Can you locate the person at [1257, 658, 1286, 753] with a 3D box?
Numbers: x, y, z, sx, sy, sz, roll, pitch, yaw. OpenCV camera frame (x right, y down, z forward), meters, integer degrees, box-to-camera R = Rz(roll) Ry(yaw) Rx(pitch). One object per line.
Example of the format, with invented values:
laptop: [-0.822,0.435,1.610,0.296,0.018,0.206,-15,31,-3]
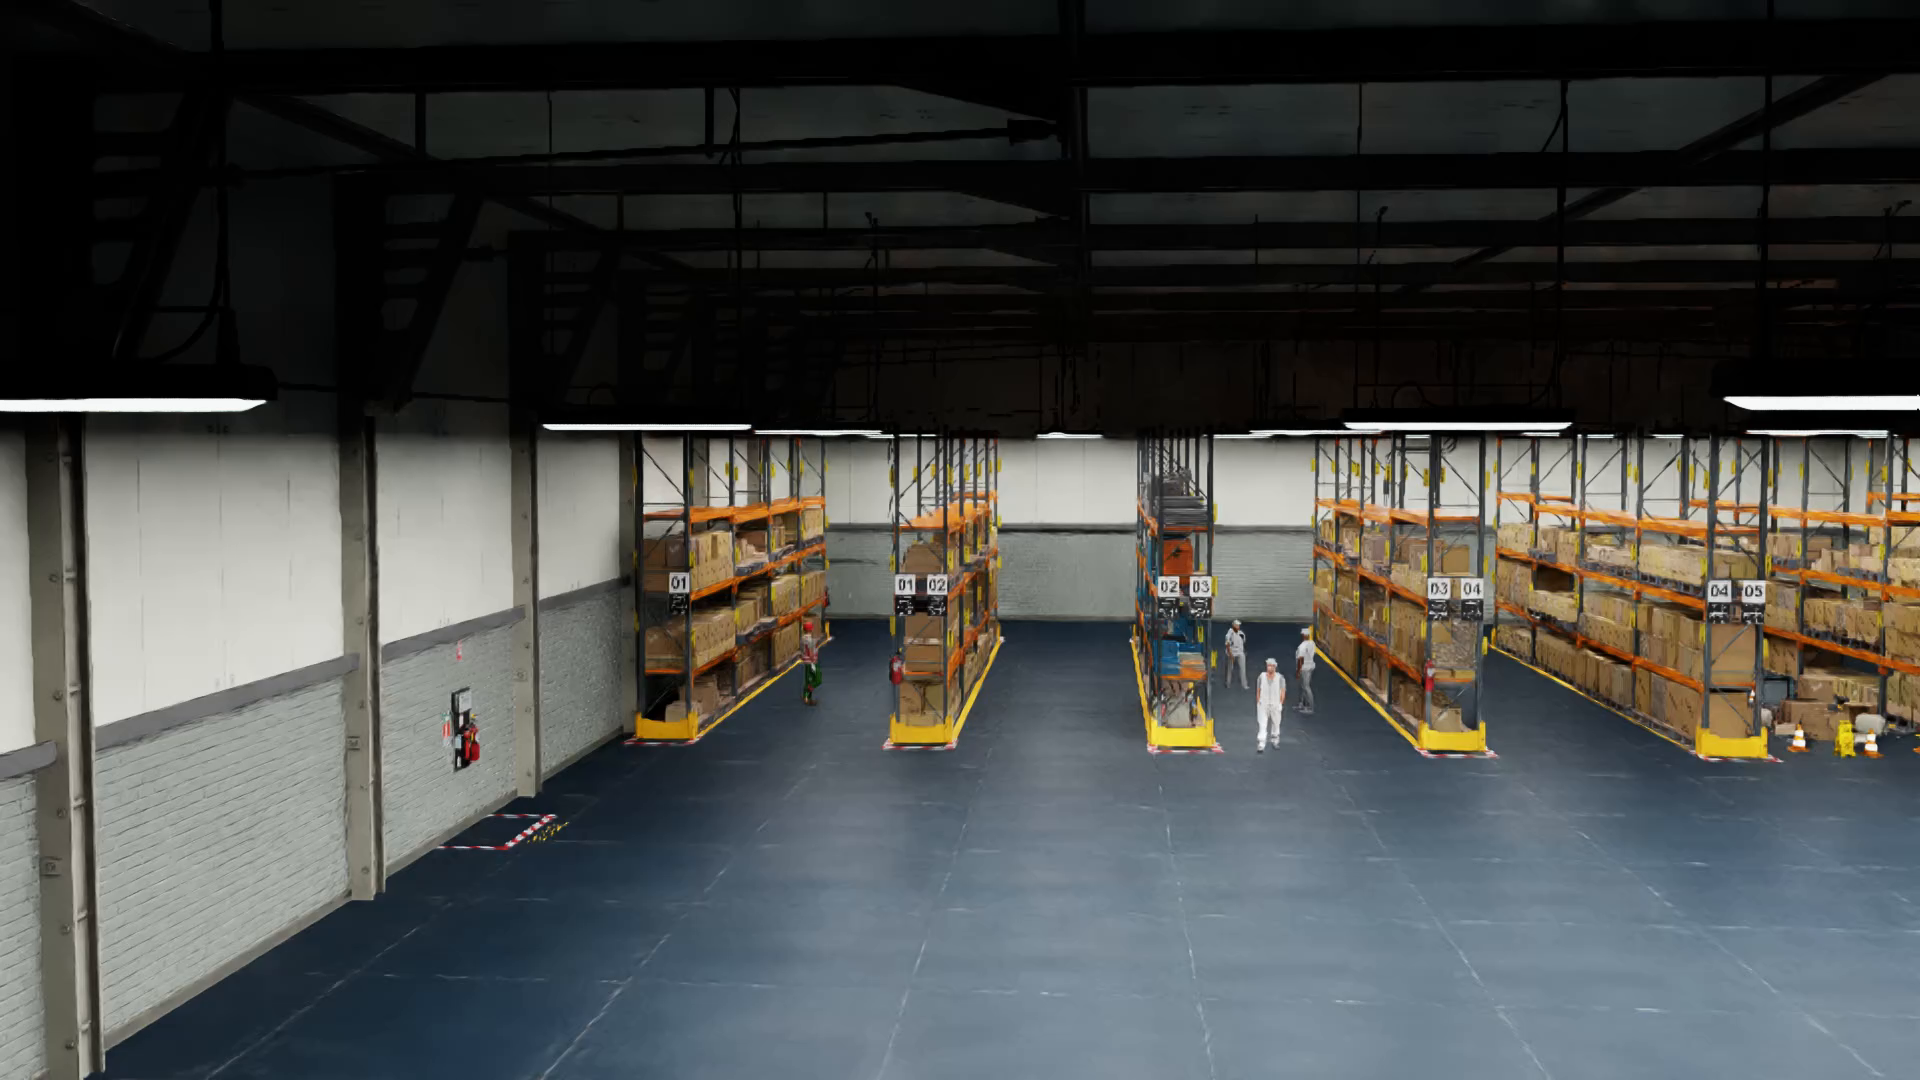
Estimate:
person: [5.700,3.014,30.486,0.533,1.727,1.036,1,4,13]

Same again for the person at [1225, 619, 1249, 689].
person: [6.338,2.609,38.246,0.490,1.591,0.999,0,3,-4]

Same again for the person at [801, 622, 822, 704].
person: [-3.257,2.668,35.938,0.443,1.786,0.598,-1,4,-23]

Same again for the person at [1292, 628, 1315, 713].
person: [7.249,2.722,35.039,0.559,1.762,0.661,2,4,33]
